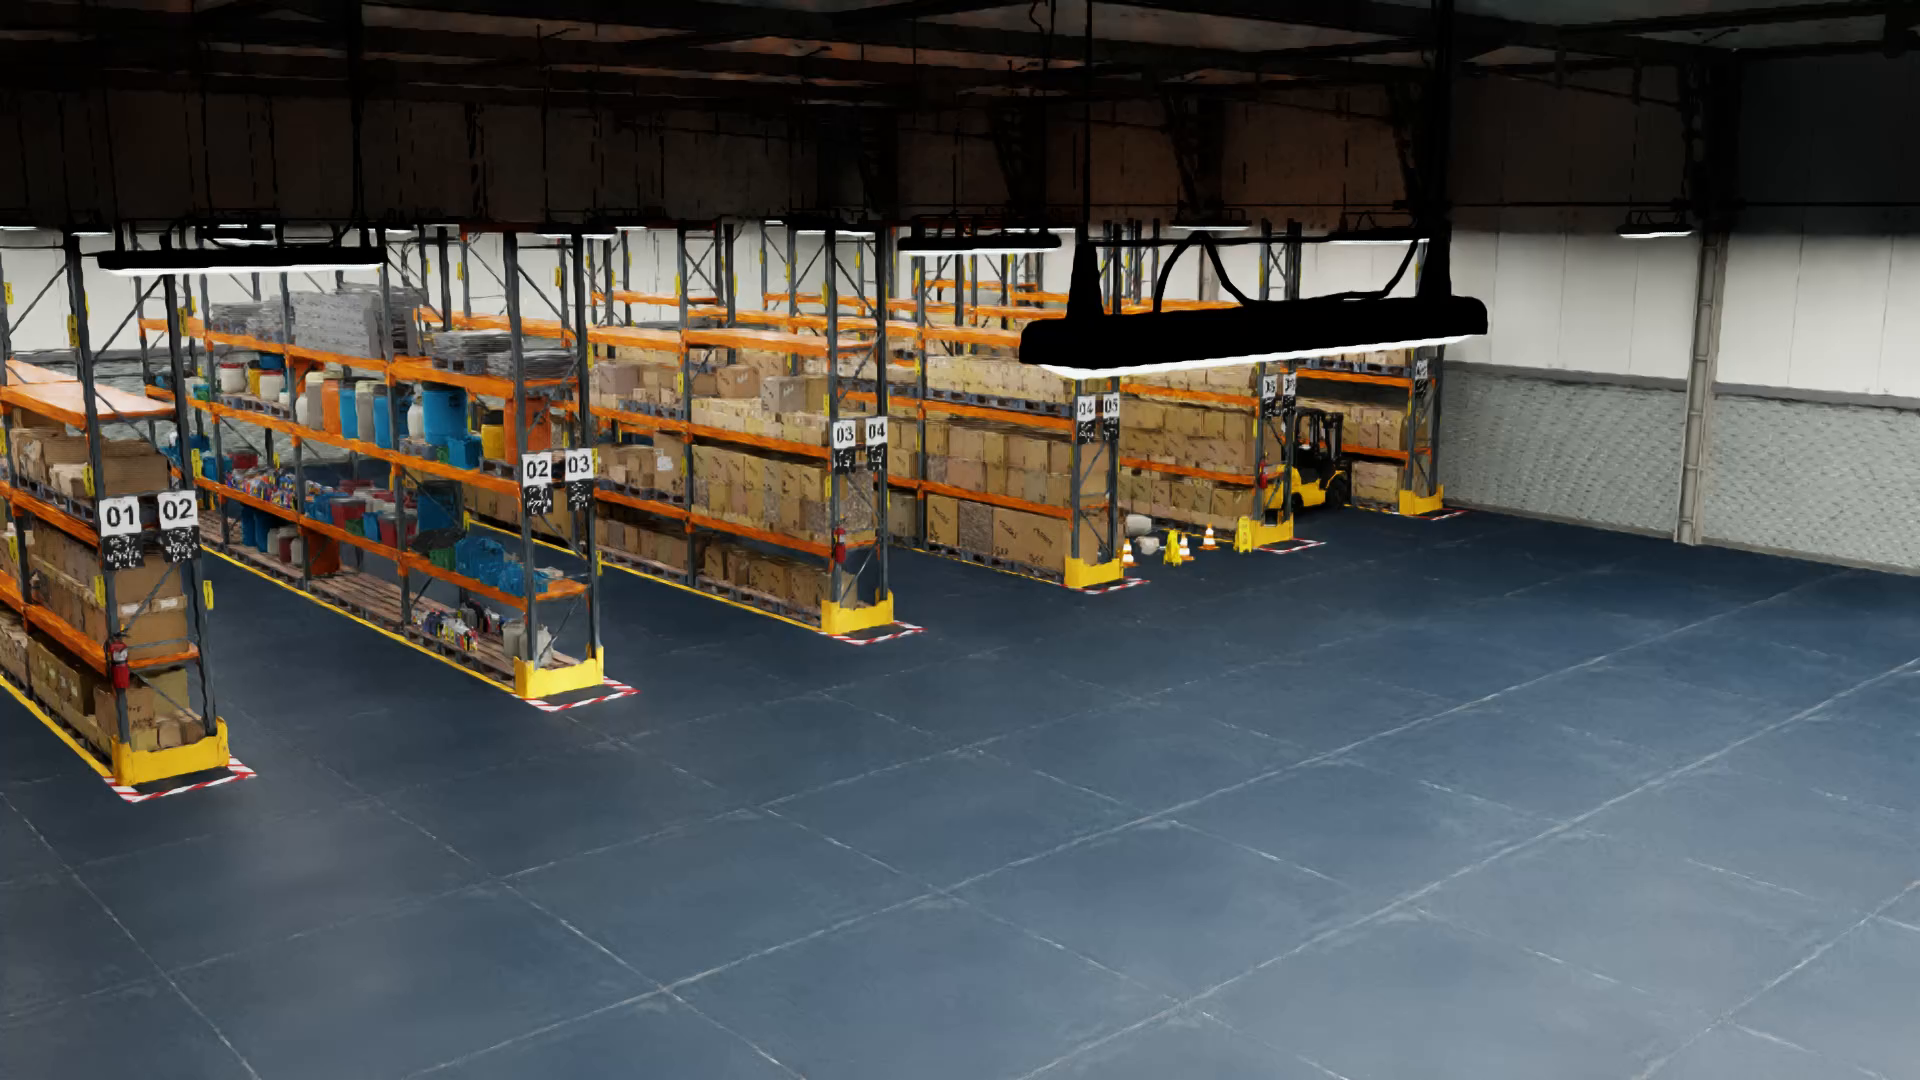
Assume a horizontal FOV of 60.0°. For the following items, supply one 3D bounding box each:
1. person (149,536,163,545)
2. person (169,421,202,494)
[{"bbox_3d":[-14.137,-0.303,29.024,0.702,1.735,0.549,-10,15,-42],"label":"person"},{"bbox_3d":[-17.011,-1.786,36.356,0.586,1.710,0.948,-3,12,-13],"label":"person"}]
